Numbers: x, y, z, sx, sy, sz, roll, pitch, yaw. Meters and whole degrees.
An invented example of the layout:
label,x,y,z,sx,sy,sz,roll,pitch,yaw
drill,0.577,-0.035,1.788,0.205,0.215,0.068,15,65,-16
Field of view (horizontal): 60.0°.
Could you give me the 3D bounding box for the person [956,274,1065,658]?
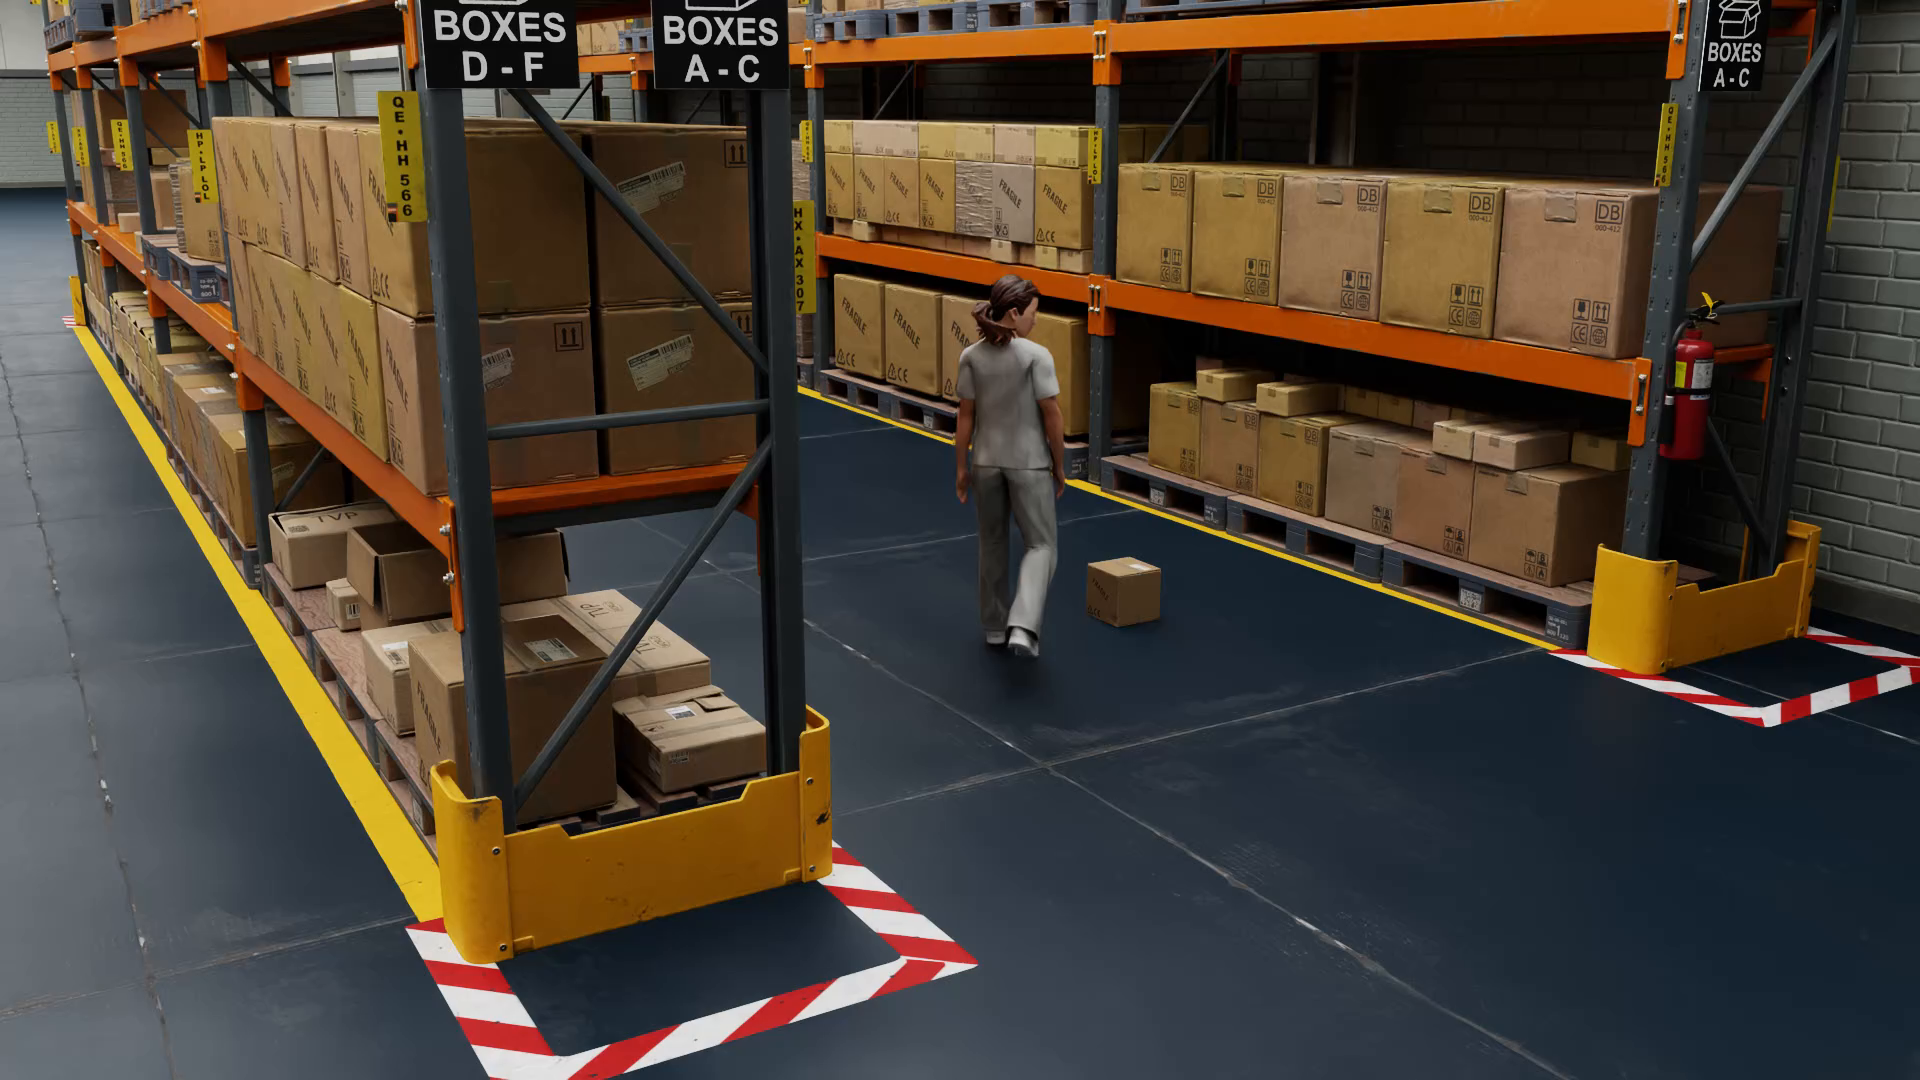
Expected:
label,x,y,z,sx,sy,sz,roll,pitch,yaw
person,0.212,-0.296,7.098,0.470,1.655,0.804,5,16,19
